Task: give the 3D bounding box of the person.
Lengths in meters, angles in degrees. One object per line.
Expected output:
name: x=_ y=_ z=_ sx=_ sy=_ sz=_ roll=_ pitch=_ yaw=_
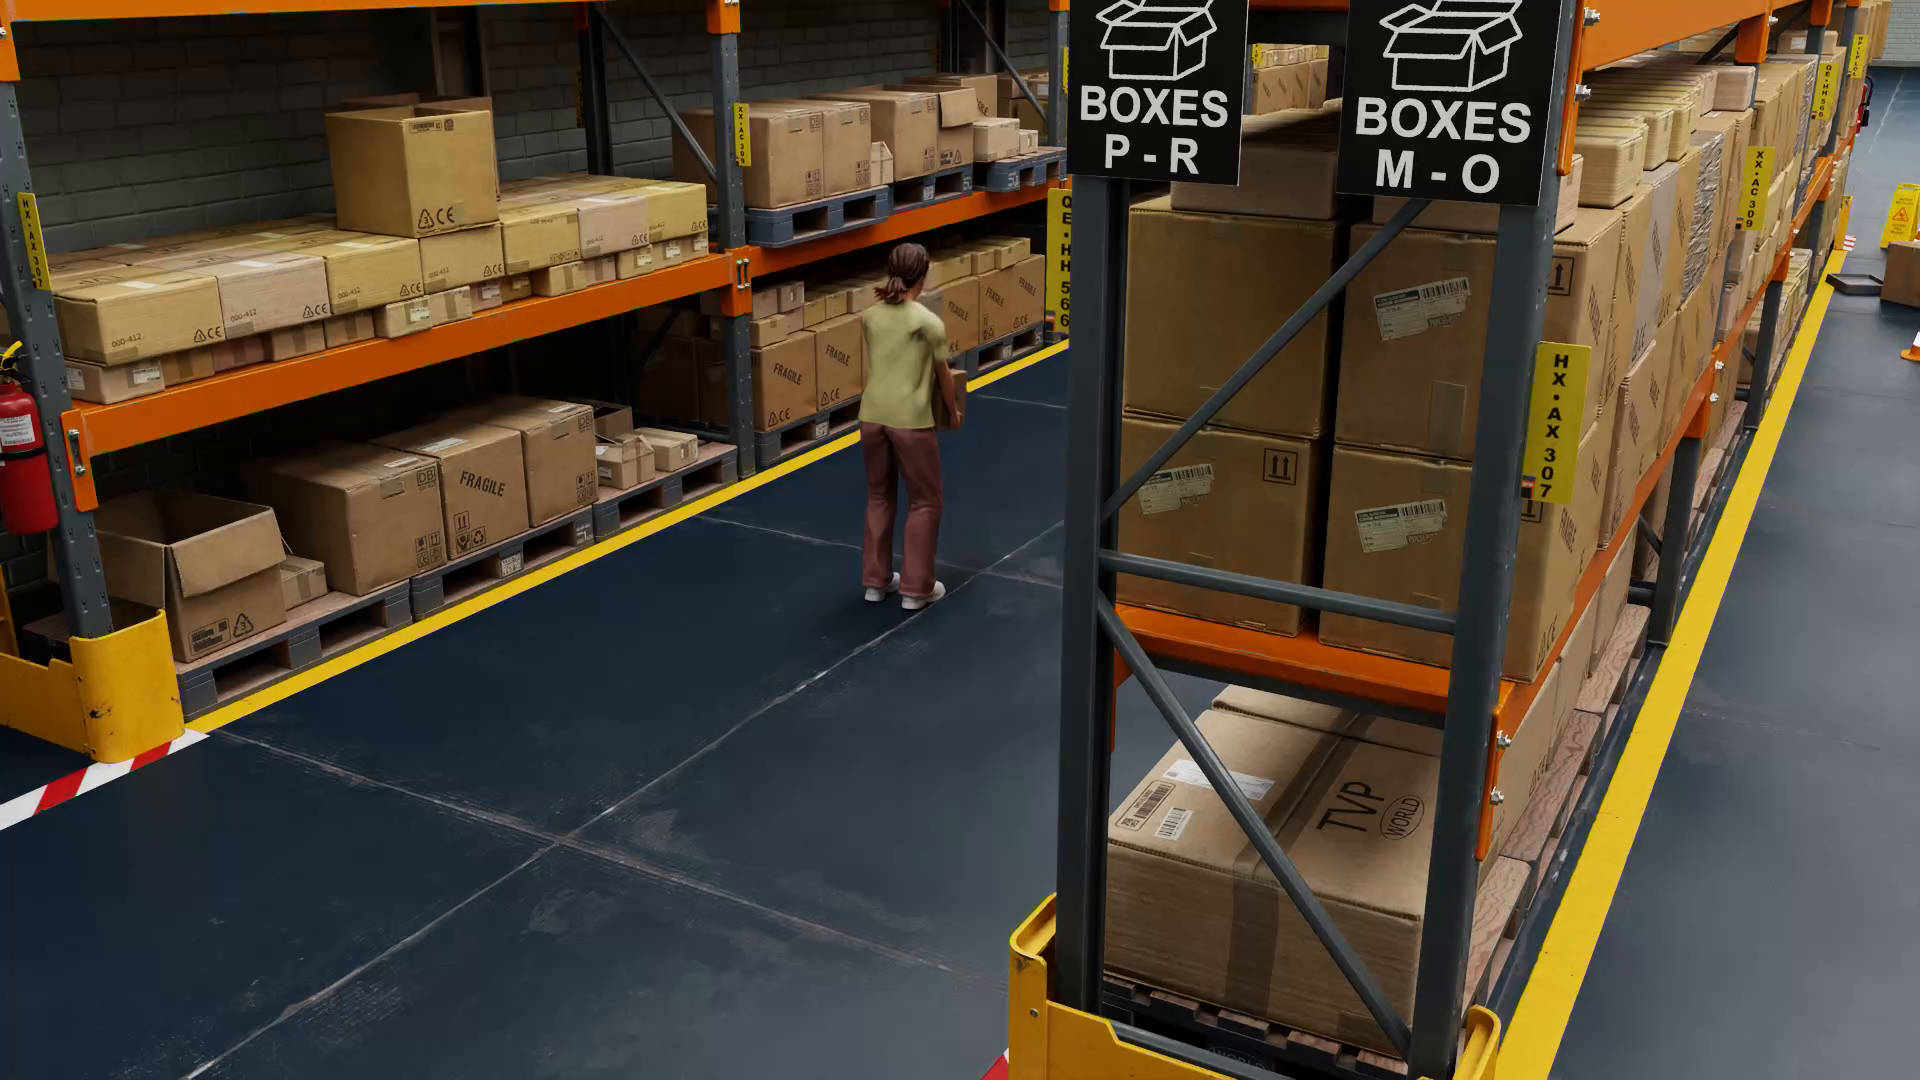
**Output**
person: x=-0.237 y=-0.417 z=7.647 sx=0.407 sy=1.416 sz=0.520 roll=10 pitch=22 yaw=26
